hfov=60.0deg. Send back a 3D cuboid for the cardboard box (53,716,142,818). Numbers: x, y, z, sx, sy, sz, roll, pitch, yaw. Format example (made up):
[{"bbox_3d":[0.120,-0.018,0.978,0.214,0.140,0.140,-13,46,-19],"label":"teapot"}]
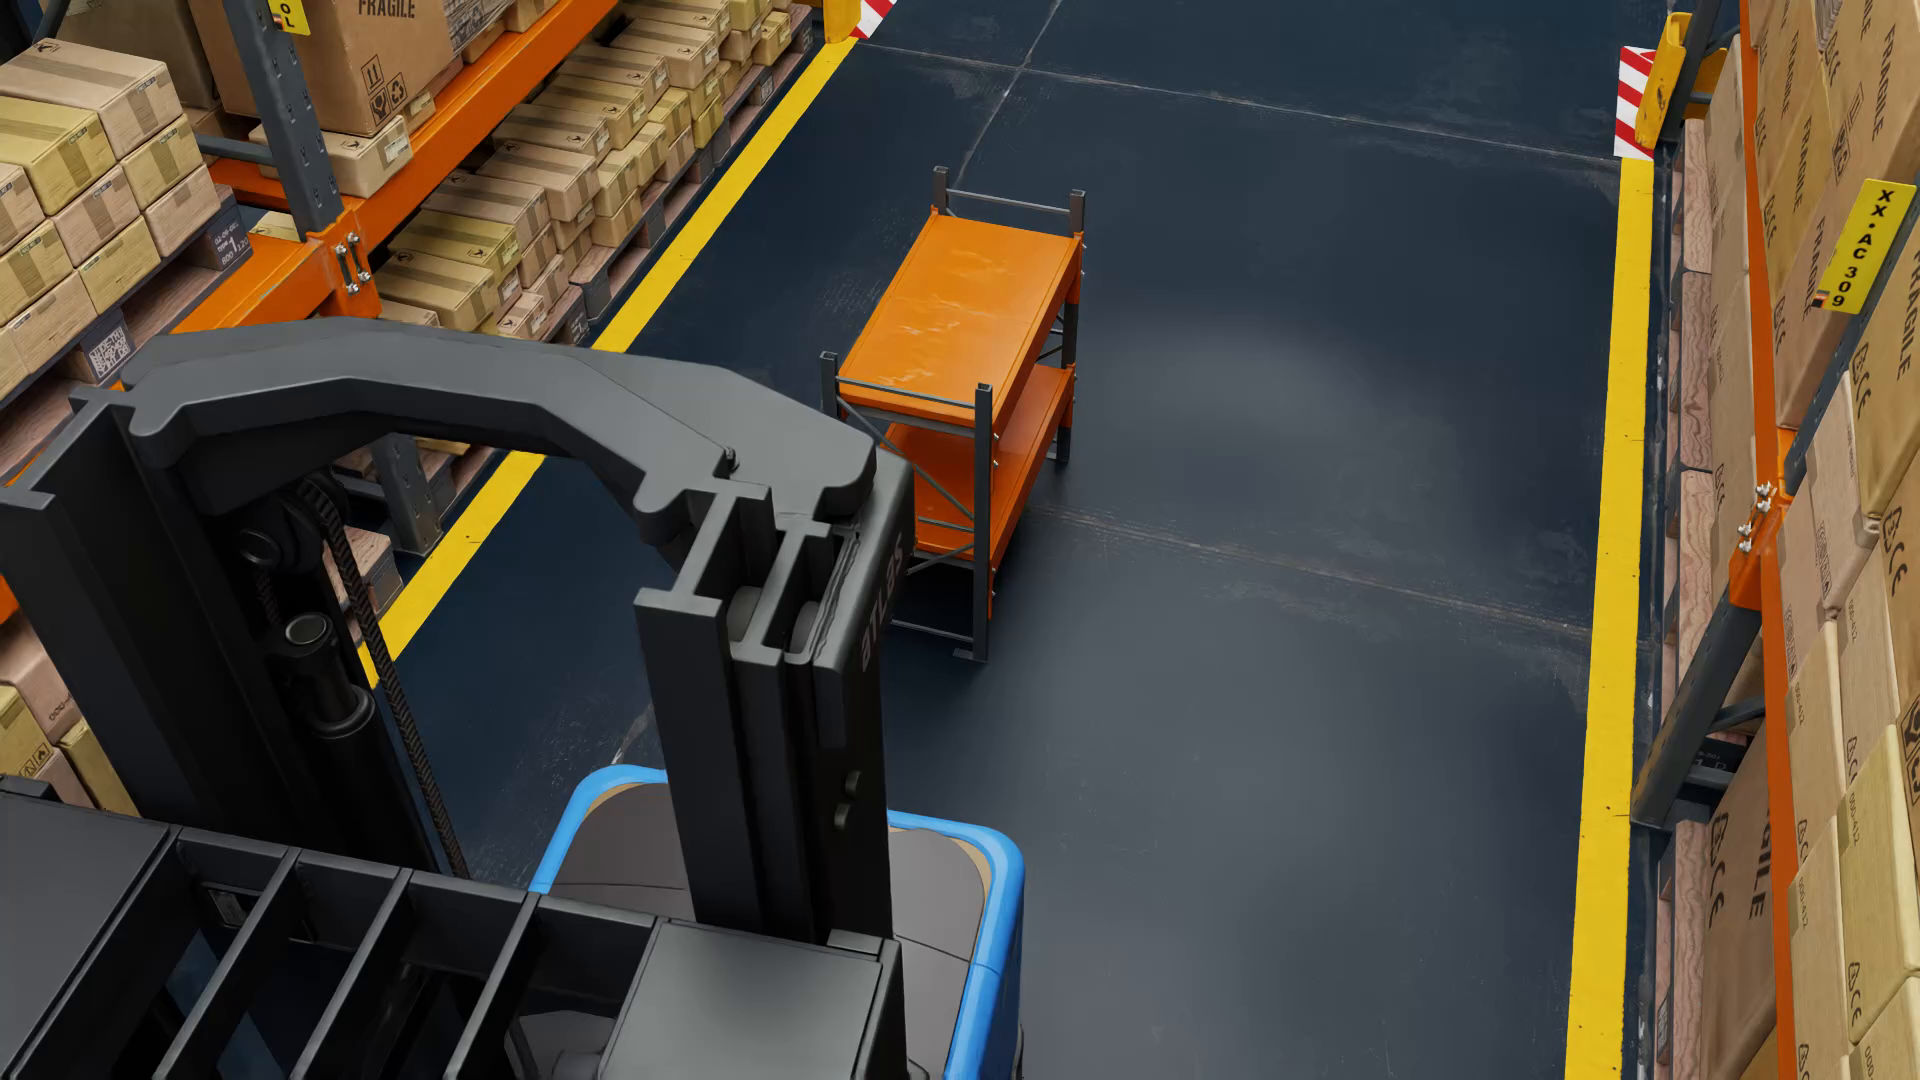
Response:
[{"bbox_3d":[-2.422,0.479,4.603,0.500,0.500,0.500,12,46,12],"label":"cardboard box"}]

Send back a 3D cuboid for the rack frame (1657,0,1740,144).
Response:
[{"bbox_3d":[3.677,-2.838,6.506,1.000,3.000,0.127,13,46,13],"label":"rack frame"}]

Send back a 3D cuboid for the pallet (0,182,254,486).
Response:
[{"bbox_3d":[-2.653,-0.606,4.362,1.003,0.211,1.213,13,46,13],"label":"pallet"}]

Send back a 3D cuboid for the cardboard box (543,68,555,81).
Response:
[{"bbox_3d":[-1.933,-2.004,6.966,0.380,0.149,0.250,13,46,13],"label":"cardboard box"}]

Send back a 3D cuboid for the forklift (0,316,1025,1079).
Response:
[{"bbox_3d":[-0.654,1.289,2.337,1.130,2.935,3.031,8,45,9],"label":"forklift"}]

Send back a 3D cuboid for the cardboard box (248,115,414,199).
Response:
[{"bbox_3d":[-1.885,-1.183,4.994,0.380,0.149,0.250,14,46,14],"label":"cardboard box"}]

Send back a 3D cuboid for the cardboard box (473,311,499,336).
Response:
[{"bbox_3d":[-1.877,-0.752,5.899,0.380,0.149,0.250,13,46,13],"label":"cardboard box"}]

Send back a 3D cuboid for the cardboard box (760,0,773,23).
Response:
[{"bbox_3d":[-1.090,-2.482,7.667,0.380,0.149,0.250,12,46,12],"label":"cardboard box"}]

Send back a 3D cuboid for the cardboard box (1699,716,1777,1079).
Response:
[{"bbox_3d":[2.354,0.868,3.938,0.875,0.875,0.875,14,46,14],"label":"cardboard box"}]

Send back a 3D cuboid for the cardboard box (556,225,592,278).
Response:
[{"bbox_3d":[-1.682,-1.179,6.549,0.380,0.149,0.250,11,45,11],"label":"cardboard box"}]

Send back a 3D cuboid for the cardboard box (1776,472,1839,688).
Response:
[{"bbox_3d":[2.081,0.119,3.591,0.500,0.250,0.500,12,46,12],"label":"cardboard box"}]

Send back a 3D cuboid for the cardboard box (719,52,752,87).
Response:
[{"bbox_3d":[-1.175,-2.205,7.596,0.380,0.149,0.250,12,46,12],"label":"cardboard box"}]

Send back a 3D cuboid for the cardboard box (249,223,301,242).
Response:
[{"bbox_3d":[-2.383,-0.968,5.907,0.380,0.149,0.250,13,46,13],"label":"cardboard box"}]

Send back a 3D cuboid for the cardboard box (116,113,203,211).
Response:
[{"bbox_3d":[-2.215,-1.013,4.307,0.380,0.149,0.250,14,46,14],"label":"cardboard box"}]

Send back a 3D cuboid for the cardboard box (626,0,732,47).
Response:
[{"bbox_3d":[-1.217,-2.242,7.210,0.380,0.149,0.250,11,45,11],"label":"cardboard box"}]

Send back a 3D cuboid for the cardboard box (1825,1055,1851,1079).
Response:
[{"bbox_3d":[1.595,1.134,2.554,0.500,0.250,0.500,12,46,12],"label":"cardboard box"}]

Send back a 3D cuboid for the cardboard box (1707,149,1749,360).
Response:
[{"bbox_3d":[3.303,-1.000,6.159,0.875,0.438,0.875,14,46,14],"label":"cardboard box"}]

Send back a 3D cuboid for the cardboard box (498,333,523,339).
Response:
[{"bbox_3d":[-1.786,-0.636,5.994,0.380,0.149,0.250,14,46,14],"label":"cardboard box"}]

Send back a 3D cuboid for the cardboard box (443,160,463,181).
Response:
[{"bbox_3d":[-2.168,-1.492,6.443,0.380,0.149,0.250,10,45,11],"label":"cardboard box"}]

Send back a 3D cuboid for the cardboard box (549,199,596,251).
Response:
[{"bbox_3d":[-1.647,-1.280,6.439,0.380,0.149,0.250,15,46,14],"label":"cardboard box"}]

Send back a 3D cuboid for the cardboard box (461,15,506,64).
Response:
[{"bbox_3d":[-1.759,-1.739,5.562,0.380,0.149,0.250,11,45,11],"label":"cardboard box"}]

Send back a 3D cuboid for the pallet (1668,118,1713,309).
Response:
[{"bbox_3d":[3.509,-1.292,6.919,1.003,0.211,1.213,13,46,13],"label":"pallet"}]

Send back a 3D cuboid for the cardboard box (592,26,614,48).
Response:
[{"bbox_3d":[-1.782,-2.261,7.442,0.380,0.149,0.250,14,46,14],"label":"cardboard box"}]

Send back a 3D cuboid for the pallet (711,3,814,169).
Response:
[{"bbox_3d":[-1.374,-2.238,7.886,1.003,0.211,1.213,13,46,13],"label":"pallet"}]

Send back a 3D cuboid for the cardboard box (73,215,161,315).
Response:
[{"bbox_3d":[-2.292,-0.733,4.234,0.380,0.149,0.250,13,46,13],"label":"cardboard box"}]

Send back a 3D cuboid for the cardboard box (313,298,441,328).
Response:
[{"bbox_3d":[-1.981,-0.683,5.616,0.380,0.149,0.250,14,46,14],"label":"cardboard box"}]

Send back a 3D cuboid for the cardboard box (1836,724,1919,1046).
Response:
[{"bbox_3d":[1.754,0.621,2.721,0.500,0.250,0.500,13,46,13],"label":"cardboard box"}]

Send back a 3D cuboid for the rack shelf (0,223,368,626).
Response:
[{"bbox_3d":[-2.888,0.437,3.673,1.077,0.370,4.000,13,46,13],"label":"rack shelf"}]

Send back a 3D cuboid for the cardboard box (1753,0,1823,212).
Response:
[{"bbox_3d":[2.651,-1.253,4.815,0.500,0.500,0.500,12,46,12],"label":"cardboard box"}]

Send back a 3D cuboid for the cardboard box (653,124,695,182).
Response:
[{"bbox_3d":[-1.357,-1.676,7.056,0.380,0.149,0.250,13,46,13],"label":"cardboard box"}]

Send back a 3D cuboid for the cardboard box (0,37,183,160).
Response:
[{"bbox_3d":[-2.218,-1.117,4.201,0.380,0.149,0.250,15,46,14],"label":"cardboard box"}]

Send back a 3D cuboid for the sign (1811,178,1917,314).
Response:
[{"bbox_3d":[1.936,-0.626,3.570,0.100,0.325,0.005,13,46,13],"label":"sign"}]

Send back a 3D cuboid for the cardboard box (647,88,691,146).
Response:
[{"bbox_3d":[-1.355,-1.783,6.953,0.380,0.149,0.250,15,46,15],"label":"cardboard box"}]

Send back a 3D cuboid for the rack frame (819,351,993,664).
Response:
[{"bbox_3d":[-0.152,-0.068,5.015,0.500,1.125,0.032,13,46,13],"label":"rack frame"}]

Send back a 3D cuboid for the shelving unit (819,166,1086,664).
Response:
[{"bbox_3d":[0.002,-0.407,5.361,0.538,1.125,1.048,13,46,13],"label":"shelving unit"}]

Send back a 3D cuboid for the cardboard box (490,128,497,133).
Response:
[{"bbox_3d":[-1.906,-1.697,6.865,0.380,0.149,0.250,15,46,14],"label":"cardboard box"}]

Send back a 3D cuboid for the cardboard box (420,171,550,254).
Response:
[{"bbox_3d":[-1.754,-1.211,6.156,0.380,0.149,0.250,11,46,11],"label":"cardboard box"}]

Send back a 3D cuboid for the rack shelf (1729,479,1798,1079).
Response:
[{"bbox_3d":[1.860,1.418,2.670,1.077,0.370,4.000,13,46,13],"label":"rack shelf"}]

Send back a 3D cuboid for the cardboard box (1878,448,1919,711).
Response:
[{"bbox_3d":[1.931,0.012,2.806,0.500,0.500,0.500,12,46,12],"label":"cardboard box"}]

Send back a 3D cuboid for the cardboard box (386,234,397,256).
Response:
[{"bbox_3d":[-2.186,-1.179,6.336,0.380,0.149,0.250,13,46,13],"label":"cardboard box"}]

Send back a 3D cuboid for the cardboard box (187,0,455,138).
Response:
[{"bbox_3d":[-1.893,-1.572,4.927,0.500,0.500,0.500,12,46,12],"label":"cardboard box"}]

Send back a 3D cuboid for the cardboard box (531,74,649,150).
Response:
[{"bbox_3d":[-1.483,-1.719,6.675,0.380,0.149,0.250,13,46,13],"label":"cardboard box"}]

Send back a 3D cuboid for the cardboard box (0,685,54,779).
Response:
[{"bbox_3d":[-2.582,0.567,3.976,0.500,0.250,0.500,11,45,11],"label":"cardboard box"}]

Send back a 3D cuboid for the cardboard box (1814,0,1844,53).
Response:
[{"bbox_3d":[2.652,-1.616,4.470,0.500,0.500,0.500,13,46,13],"label":"cardboard box"}]
